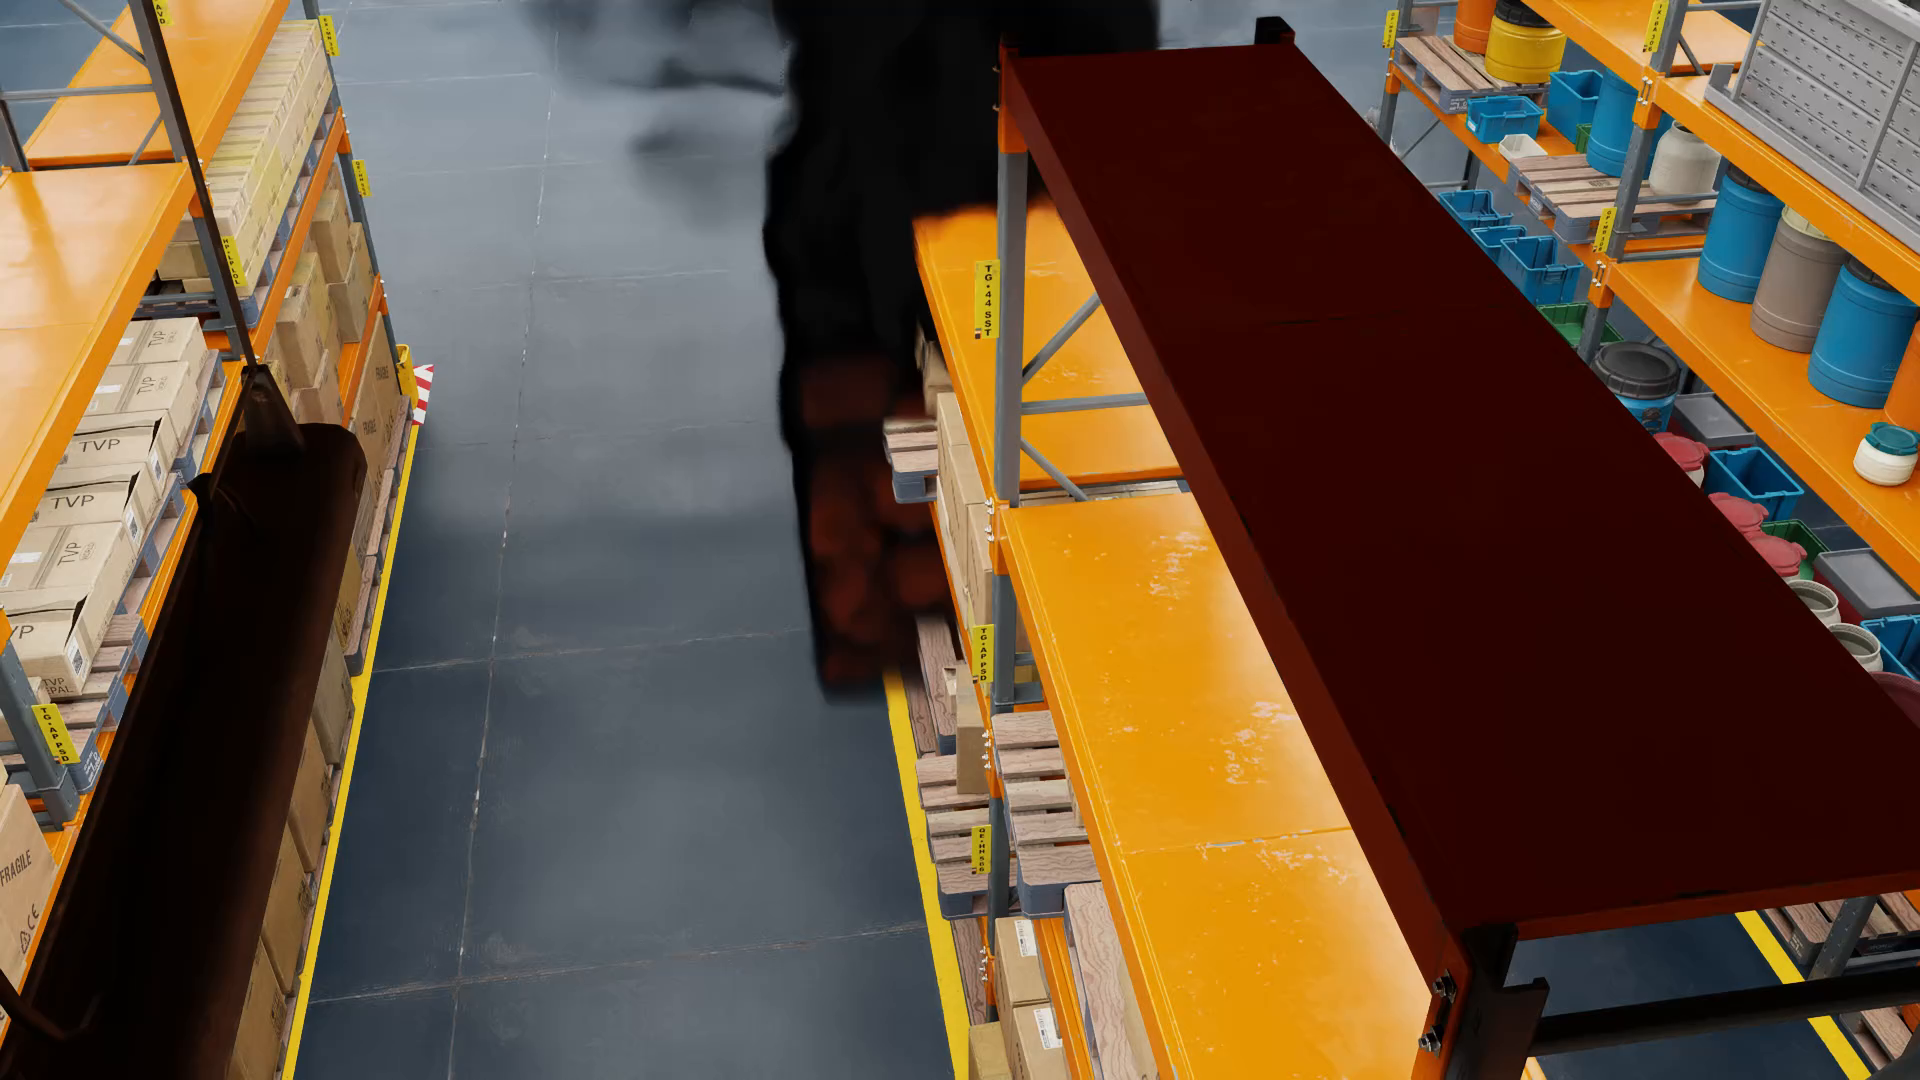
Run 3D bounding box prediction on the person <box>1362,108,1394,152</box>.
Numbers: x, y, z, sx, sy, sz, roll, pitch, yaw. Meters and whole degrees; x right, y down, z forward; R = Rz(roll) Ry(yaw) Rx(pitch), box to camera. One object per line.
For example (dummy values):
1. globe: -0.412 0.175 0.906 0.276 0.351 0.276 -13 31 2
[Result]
1. person: 4.082 -3.683 17.090 0.538 1.622 0.630 17 40 22
